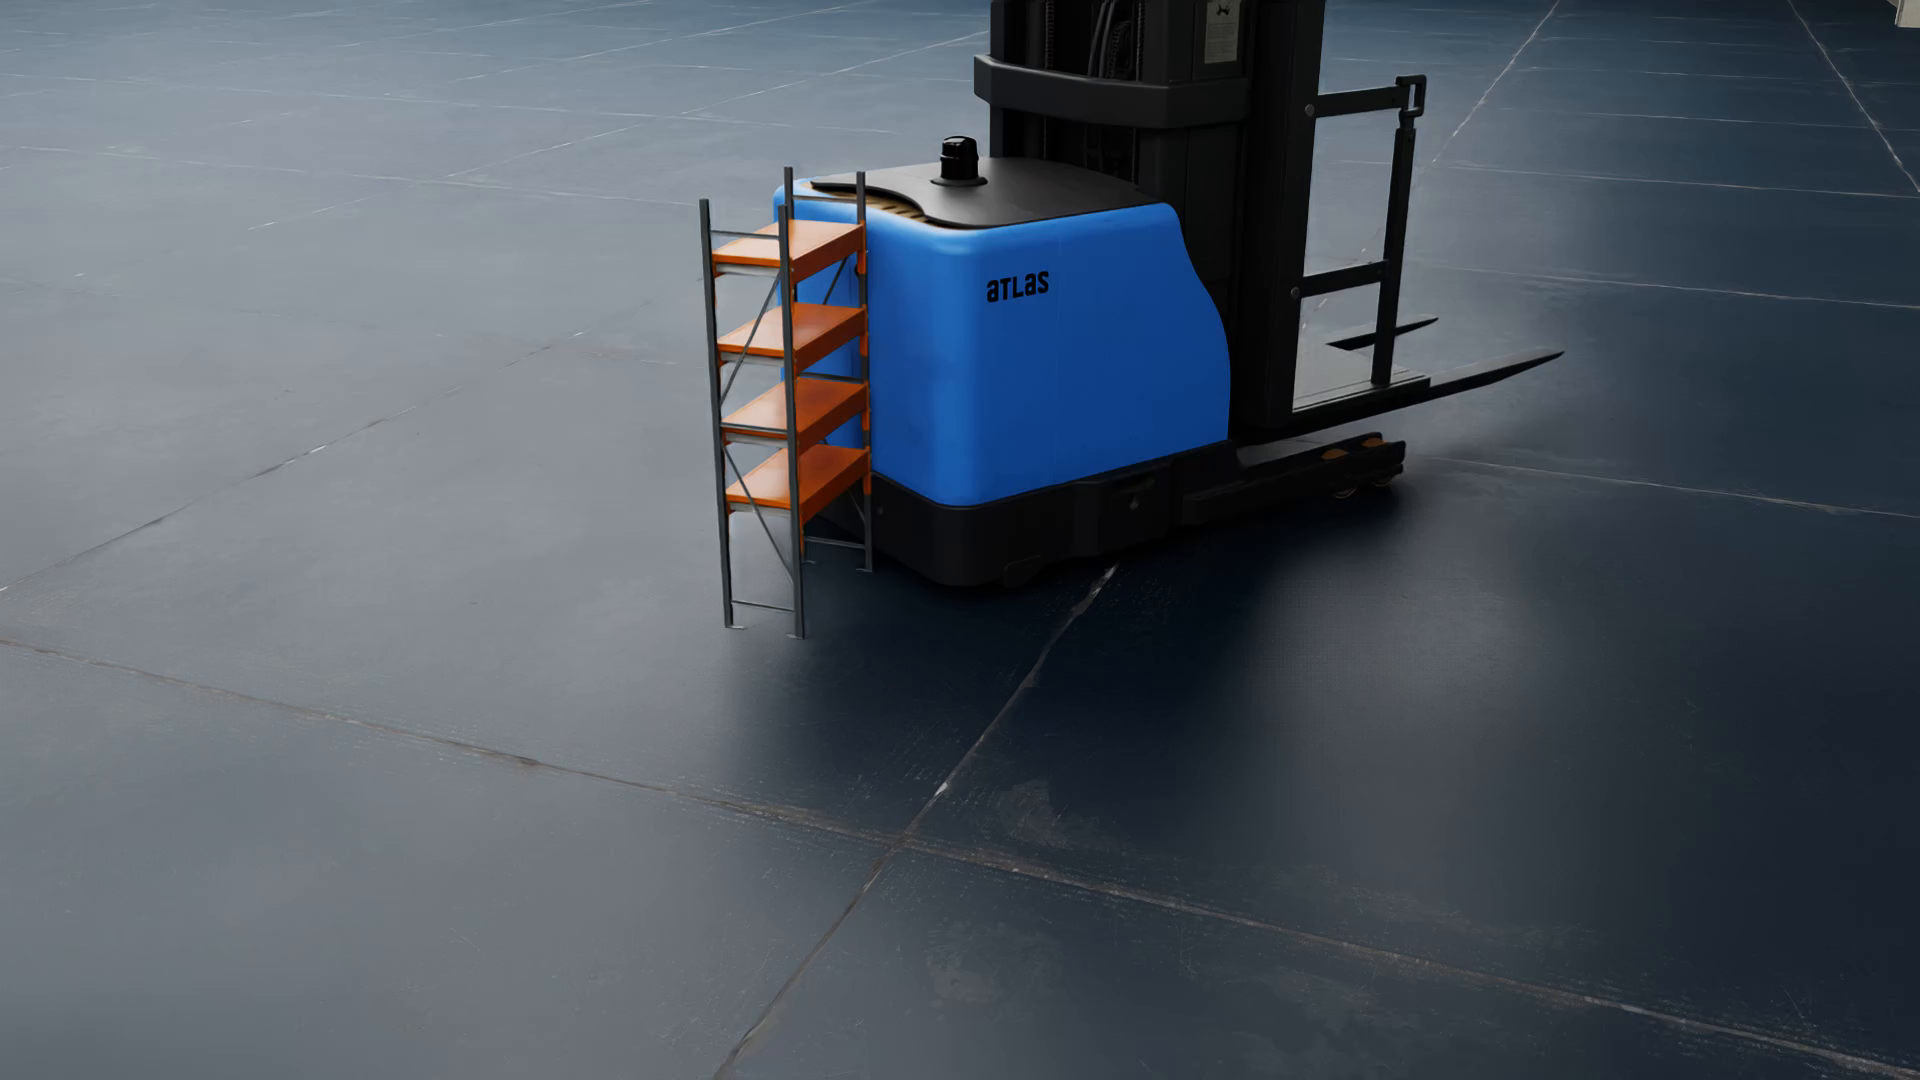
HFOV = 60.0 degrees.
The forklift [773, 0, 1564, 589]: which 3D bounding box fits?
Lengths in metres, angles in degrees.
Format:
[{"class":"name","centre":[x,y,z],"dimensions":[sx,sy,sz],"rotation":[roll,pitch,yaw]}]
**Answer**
[{"class":"forklift","centre":[0.906,-1.640,5.373],"dimensions":[3.031,2.935,1.130],"rotation":[-15,27,-32]}]

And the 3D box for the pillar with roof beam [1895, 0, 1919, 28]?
[{"class":"pillar with roof beam","centre":[7.554,-11.017,19.949],"dimensions":[9.100,9.000,0.400],"rotation":[9,24,20]}]

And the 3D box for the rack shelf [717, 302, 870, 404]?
[{"class":"rack shelf","centre":[-0.459,-0.525,4.545],"dimensions":[0.258,0.148,0.480],"rotation":[8,24,19]}]

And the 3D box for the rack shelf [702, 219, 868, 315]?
[{"class":"rack shelf","centre":[-0.459,-0.744,4.454],"dimensions":[0.258,0.148,0.480],"rotation":[8,24,19]}]

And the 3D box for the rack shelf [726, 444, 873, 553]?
[{"class":"rack shelf","centre":[-0.459,-0.136,4.708],"dimensions":[0.258,0.148,0.480],"rotation":[8,24,19]}]

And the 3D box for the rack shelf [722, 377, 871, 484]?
[{"class":"rack shelf","centre":[-0.459,-0.319,4.632],"dimensions":[0.258,0.148,0.480],"rotation":[8,24,19]}]

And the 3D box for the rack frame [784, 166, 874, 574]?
[{"class":"rack frame","centre":[-0.375,-0.469,4.817],"dimensions":[0.240,1.200,0.015],"rotation":[8,24,19]}]

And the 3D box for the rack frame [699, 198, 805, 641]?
[{"class":"rack frame","centre":[-0.543,-0.293,4.394],"dimensions":[0.240,1.200,0.015],"rotation":[8,24,19]}]

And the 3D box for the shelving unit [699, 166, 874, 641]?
[{"class":"shelving unit","centre":[-0.459,-0.381,4.606],"dimensions":[0.258,1.200,0.503],"rotation":[8,24,19]}]
